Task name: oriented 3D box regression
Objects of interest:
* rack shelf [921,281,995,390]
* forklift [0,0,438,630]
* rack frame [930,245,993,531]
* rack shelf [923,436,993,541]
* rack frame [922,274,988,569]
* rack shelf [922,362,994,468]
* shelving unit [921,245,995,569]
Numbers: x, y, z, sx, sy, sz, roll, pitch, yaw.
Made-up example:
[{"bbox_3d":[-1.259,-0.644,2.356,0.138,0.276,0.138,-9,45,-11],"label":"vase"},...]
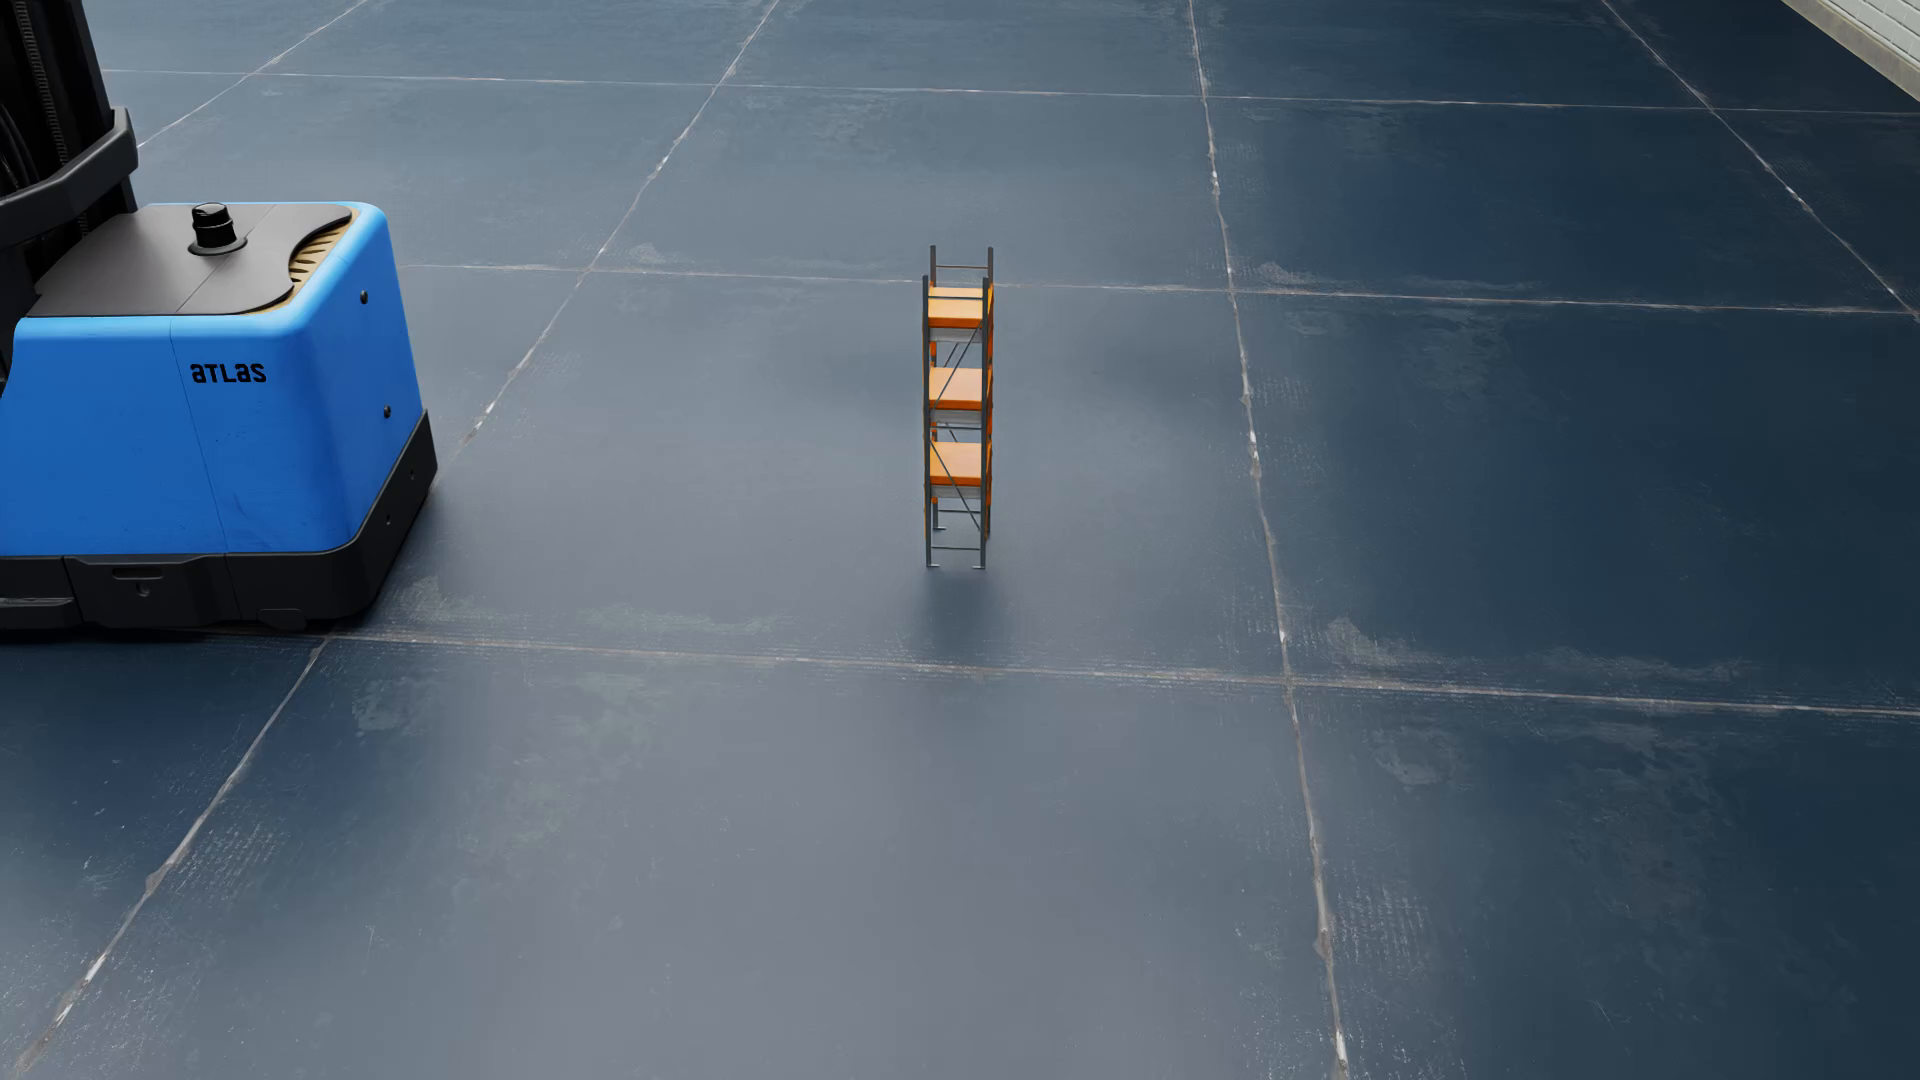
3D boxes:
[{"bbox_3d":[-0.004,-0.652,5.286,0.215,0.259,0.240,2,32,4],"label":"rack shelf"},{"bbox_3d":[-3.396,-1.197,4.898,3.031,2.935,1.130,-1,32,-1],"label":"forklift"},{"bbox_3d":[0.006,-0.483,5.533,0.200,1.050,0.008,2,32,4],"label":"rack frame"},{"bbox_3d":[-0.004,-0.173,5.581,0.215,0.259,0.240,2,32,4],"label":"rack shelf"},{"bbox_3d":[-0.014,-0.355,5.326,0.200,1.050,0.008,2,32,4],"label":"rack frame"},{"bbox_3d":[-0.004,-0.410,5.435,0.215,0.259,0.240,2,32,4],"label":"rack shelf"},{"bbox_3d":[-0.004,-0.419,5.429,0.215,1.050,0.252,2,32,4],"label":"shelving unit"}]
